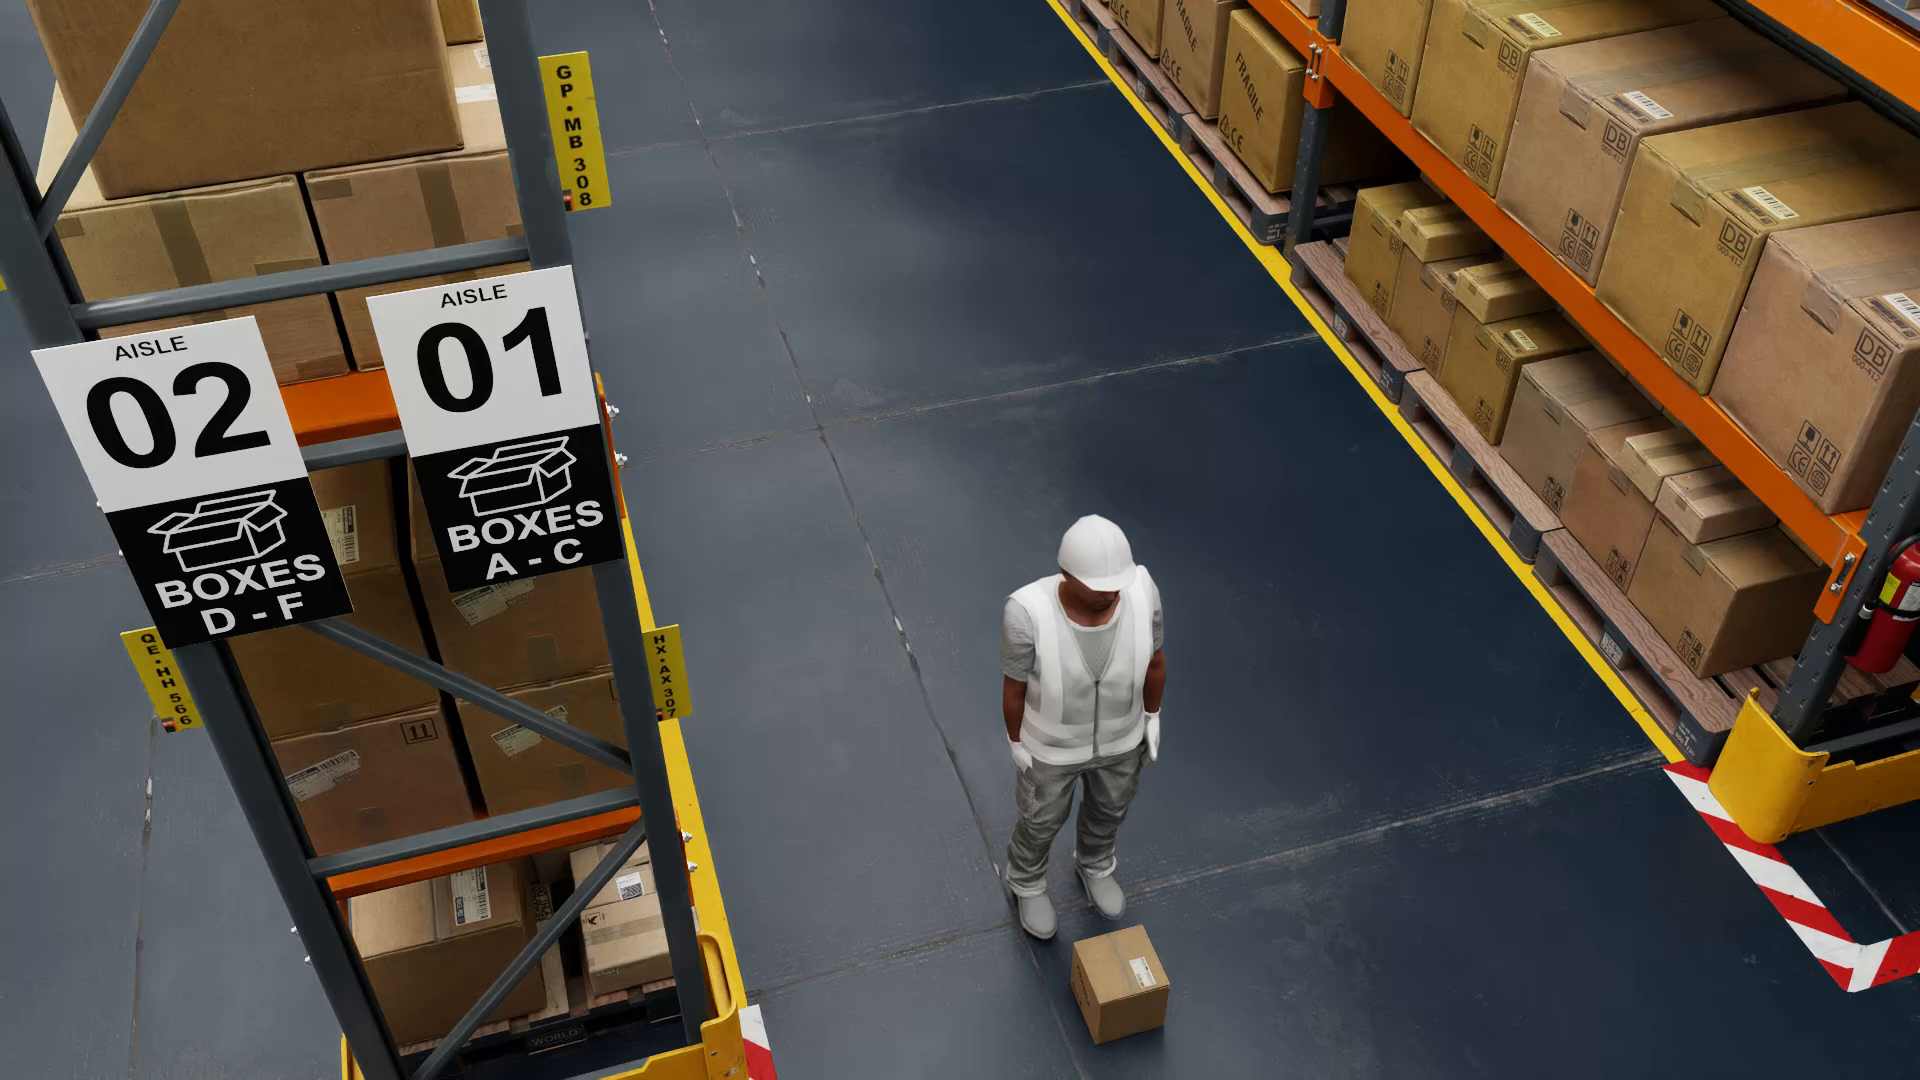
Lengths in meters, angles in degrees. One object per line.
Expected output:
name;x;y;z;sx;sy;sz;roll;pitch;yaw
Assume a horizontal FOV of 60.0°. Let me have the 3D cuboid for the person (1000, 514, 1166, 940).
person;0.404;0.627;5.455;0.547;1.791;0.361;-11;43;-12
